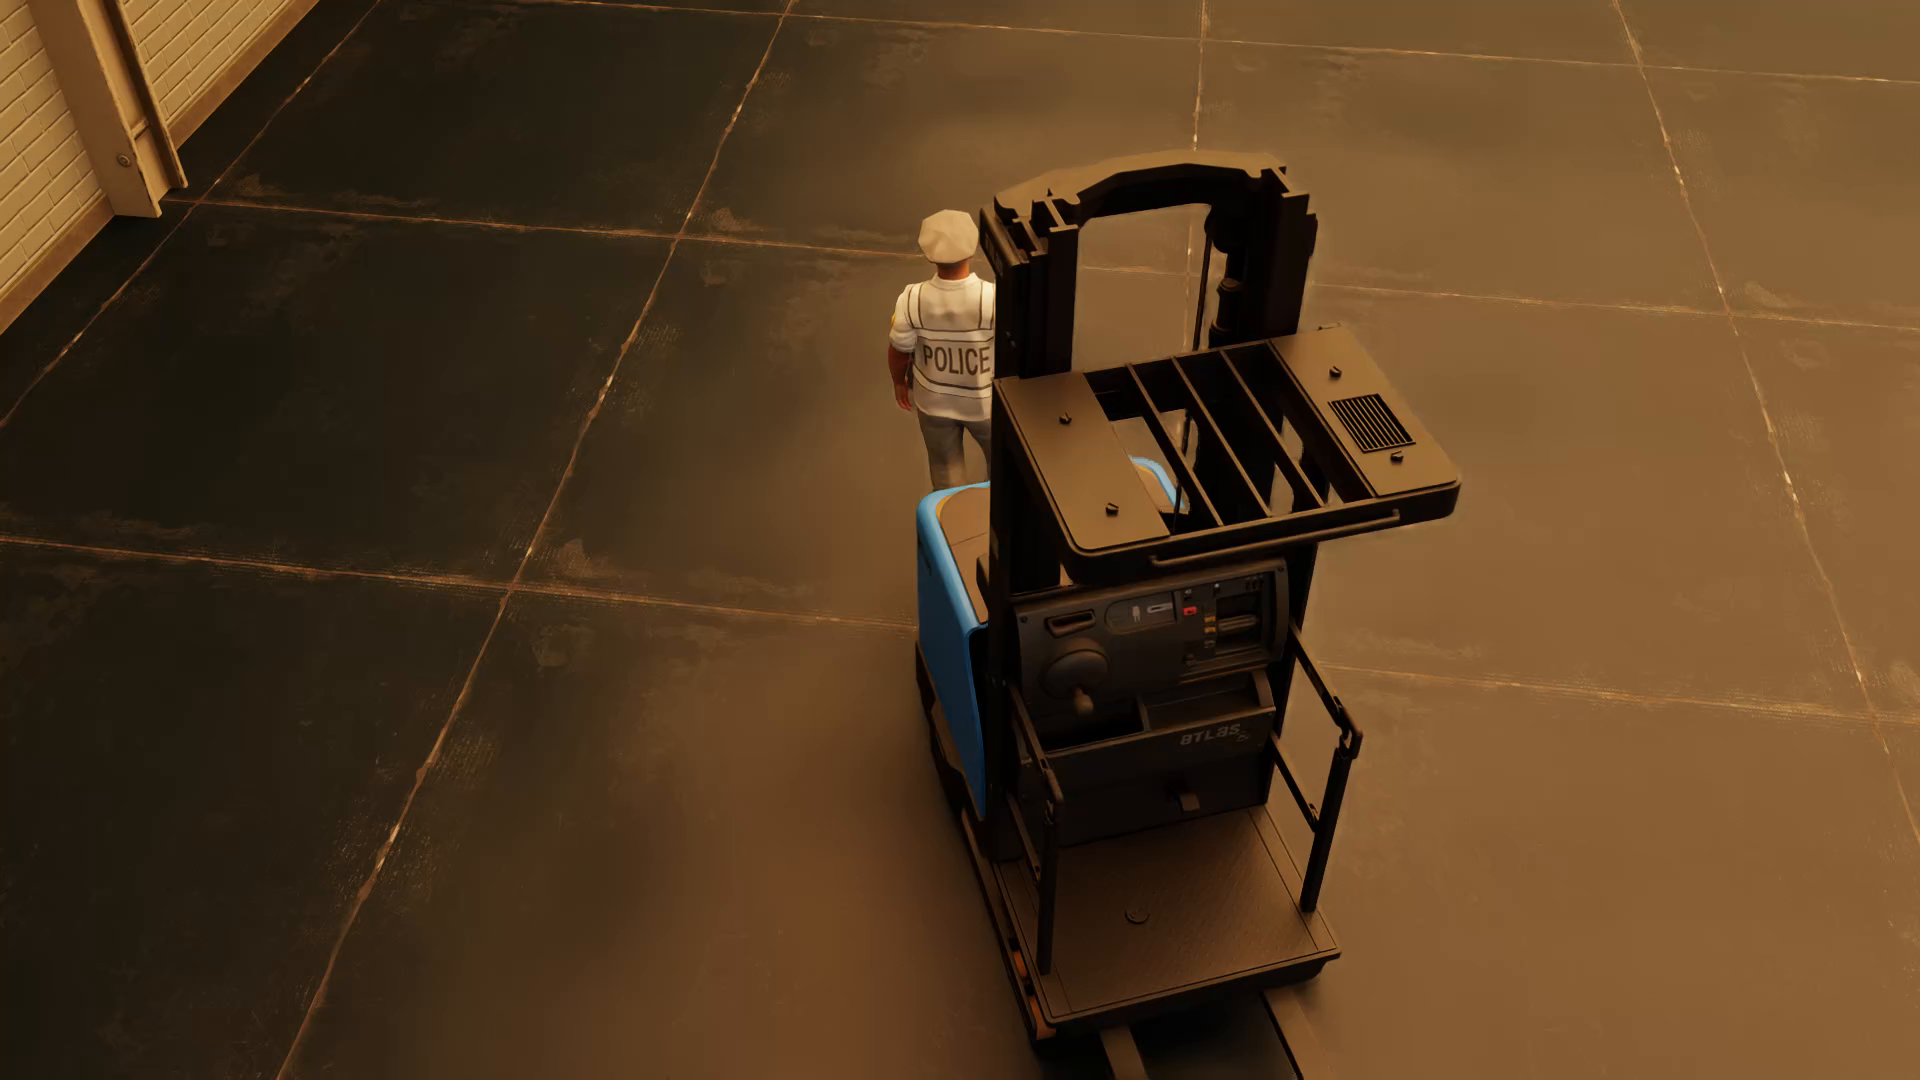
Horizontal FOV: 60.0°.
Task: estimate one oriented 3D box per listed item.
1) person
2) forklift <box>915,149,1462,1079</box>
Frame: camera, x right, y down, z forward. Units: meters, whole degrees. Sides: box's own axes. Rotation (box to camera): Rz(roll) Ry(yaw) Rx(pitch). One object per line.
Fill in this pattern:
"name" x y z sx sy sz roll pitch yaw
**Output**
"person" 0.022 -0.714 7.346 0.638 1.780 0.569 5 43 6
"forklift" 0.693 0.405 5.283 1.130 2.935 3.031 -10 44 -11
